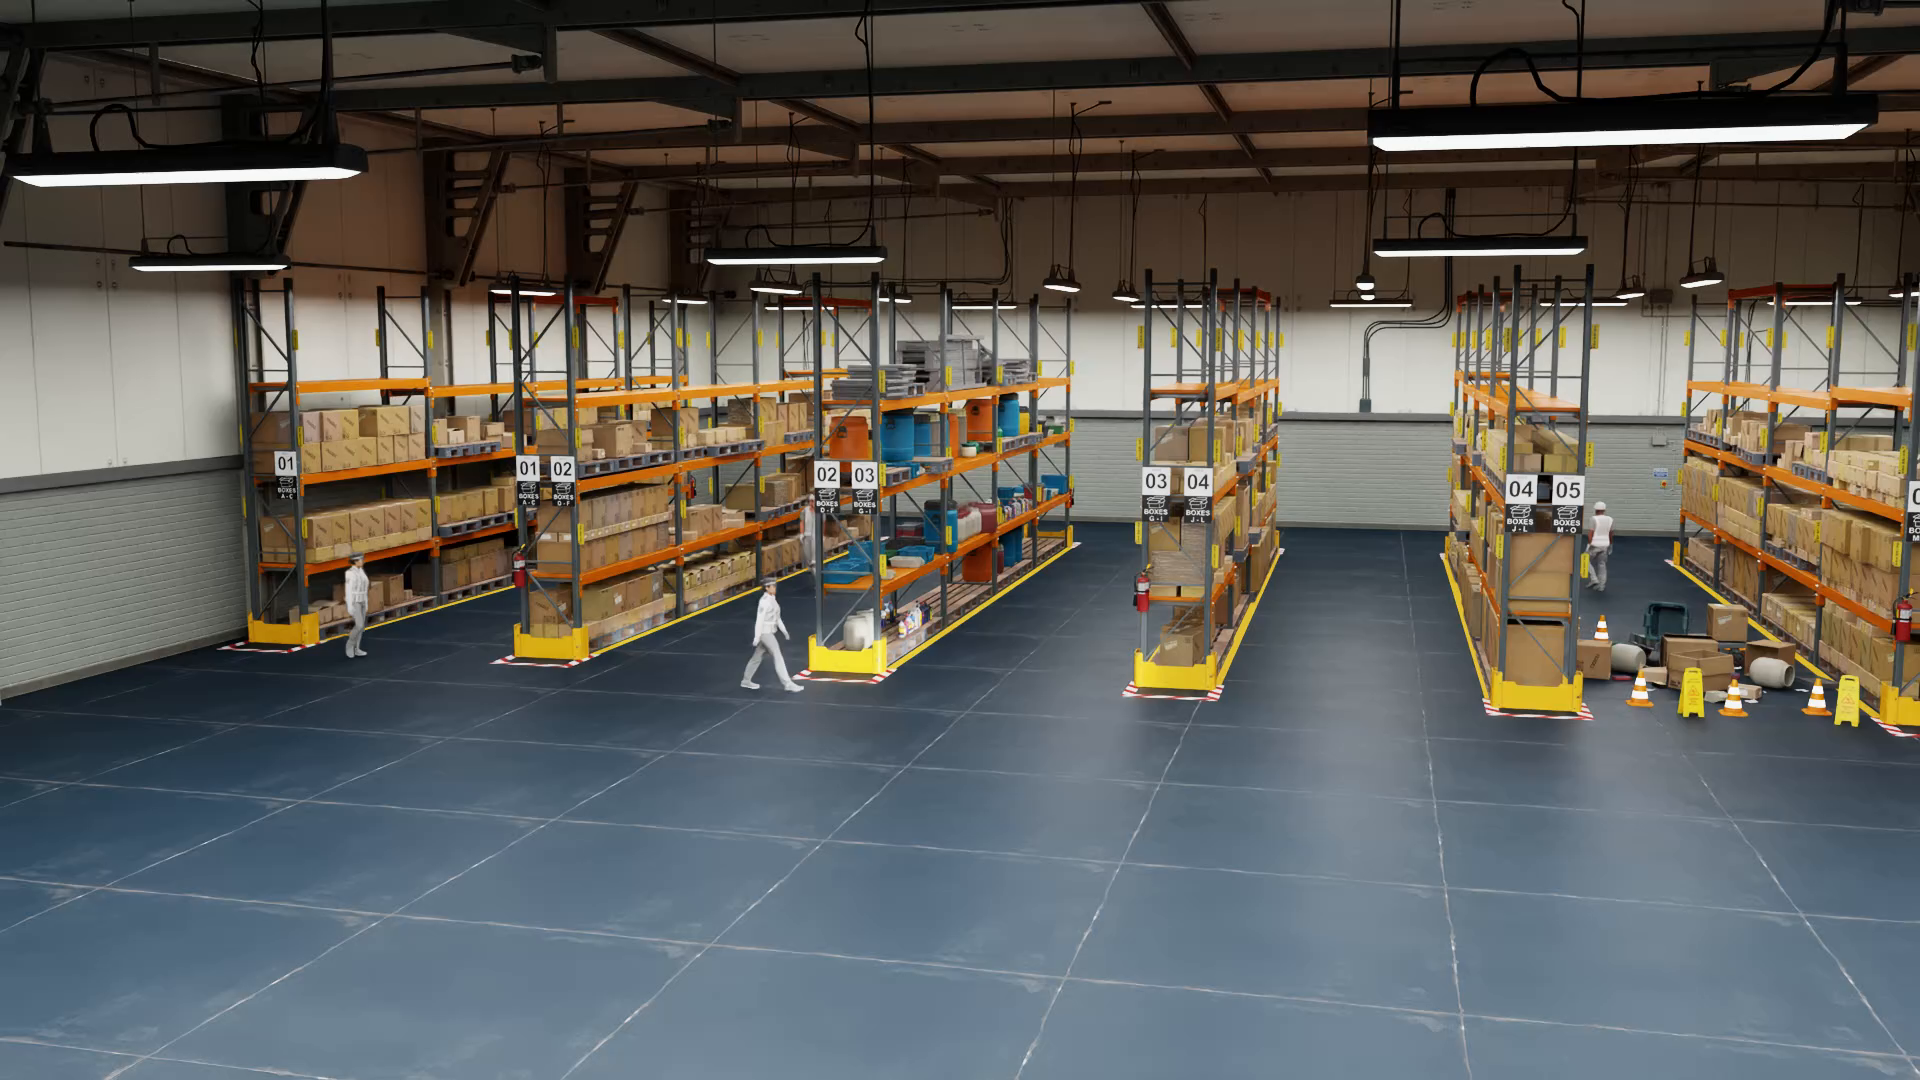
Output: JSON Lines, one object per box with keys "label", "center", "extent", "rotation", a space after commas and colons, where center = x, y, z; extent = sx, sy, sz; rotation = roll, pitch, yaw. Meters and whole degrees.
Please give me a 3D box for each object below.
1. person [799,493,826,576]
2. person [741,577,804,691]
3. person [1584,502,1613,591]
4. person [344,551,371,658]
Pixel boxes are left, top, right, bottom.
{"label": "person", "center": [-2.974, -0.106, 33.541], "extent": [0.505, 1.673, 1.074], "rotation": [1, 7, 5]}
{"label": "person", "center": [-2.687, 1.329, 23.776], "extent": [0.938, 1.623, 0.496], "rotation": [0, 7, 1]}
{"label": "person", "center": [12.811, 0.125, 33.321], "extent": [0.609, 1.786, 0.463], "rotation": [-2, 7, -14]}
{"label": "person", "center": [-9.529, 1.011, 26.313], "extent": [0.392, 1.686, 0.510], "rotation": [2, 7, 17]}
